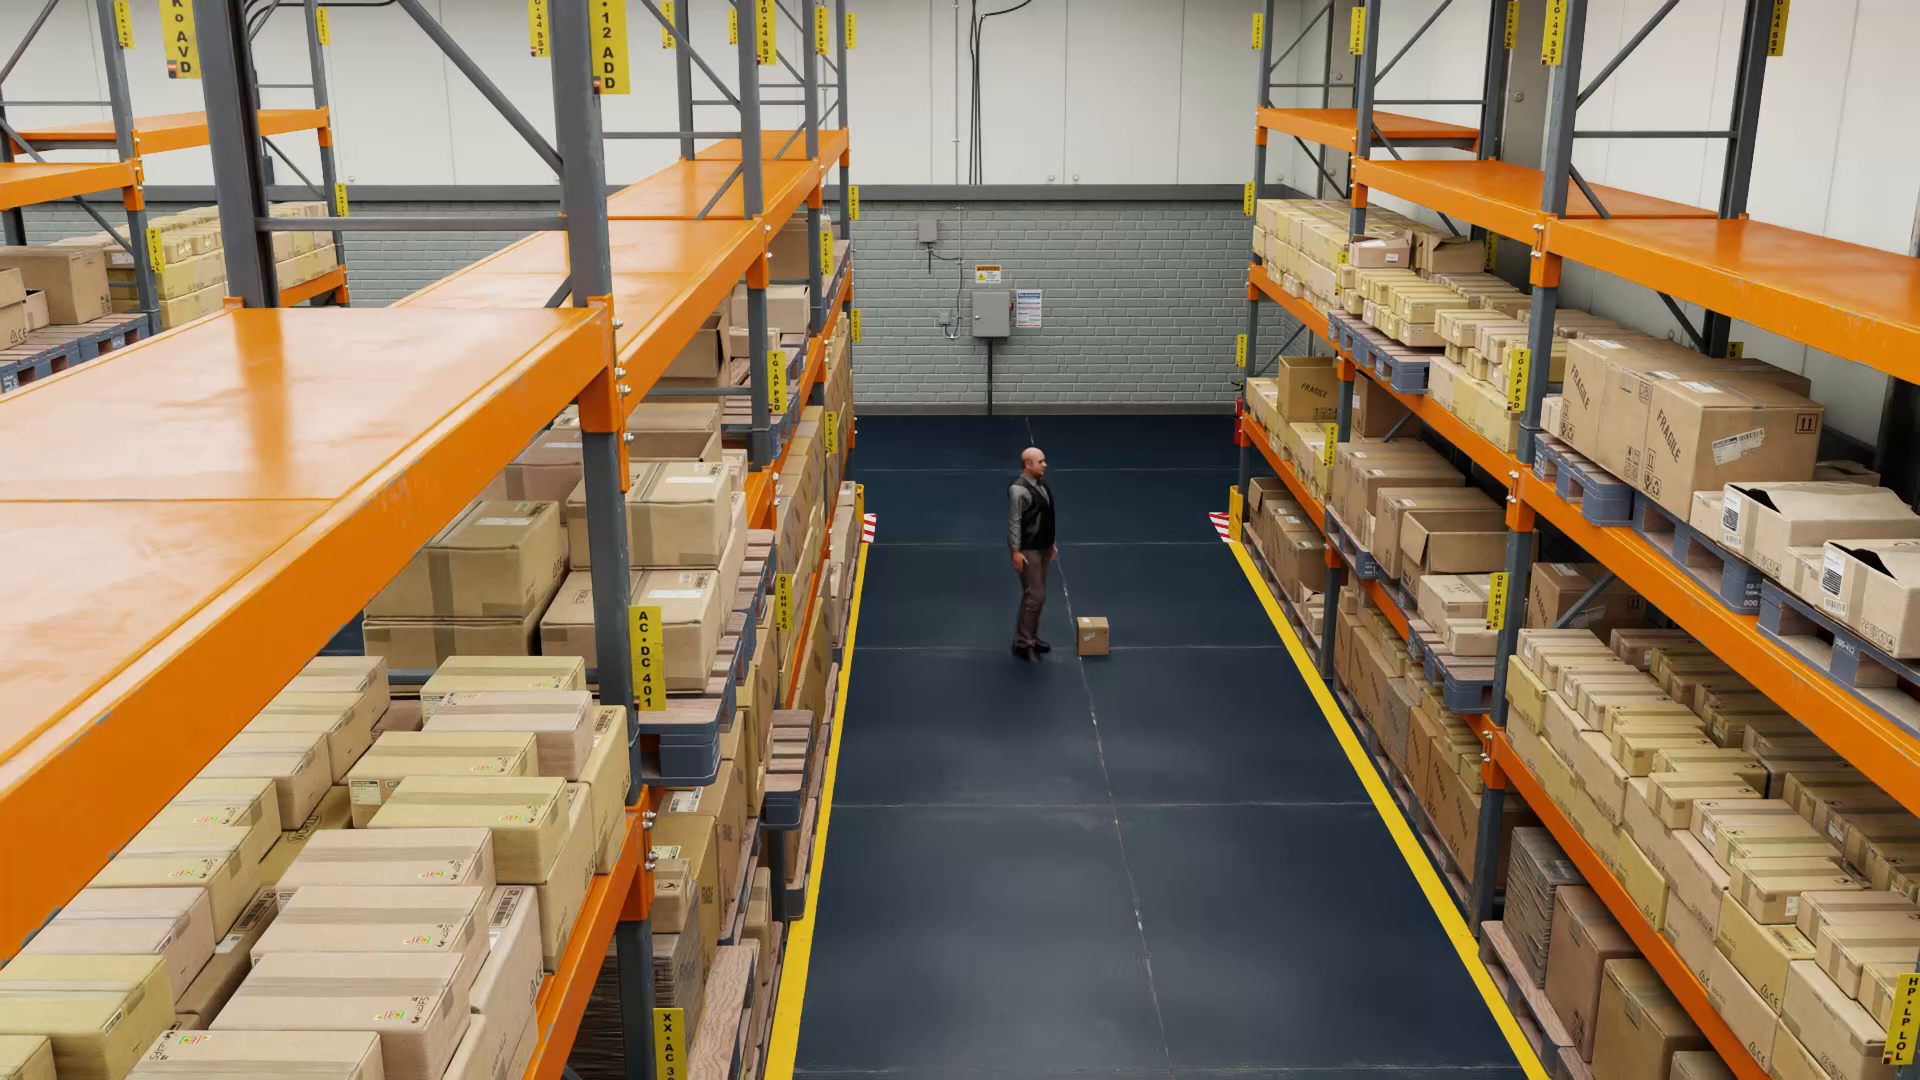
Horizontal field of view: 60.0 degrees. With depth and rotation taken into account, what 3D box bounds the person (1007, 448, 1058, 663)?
[{"bbox_3d":[0.617,0.115,13.852,0.415,1.778,0.611,8,19,24],"label":"person"}]
